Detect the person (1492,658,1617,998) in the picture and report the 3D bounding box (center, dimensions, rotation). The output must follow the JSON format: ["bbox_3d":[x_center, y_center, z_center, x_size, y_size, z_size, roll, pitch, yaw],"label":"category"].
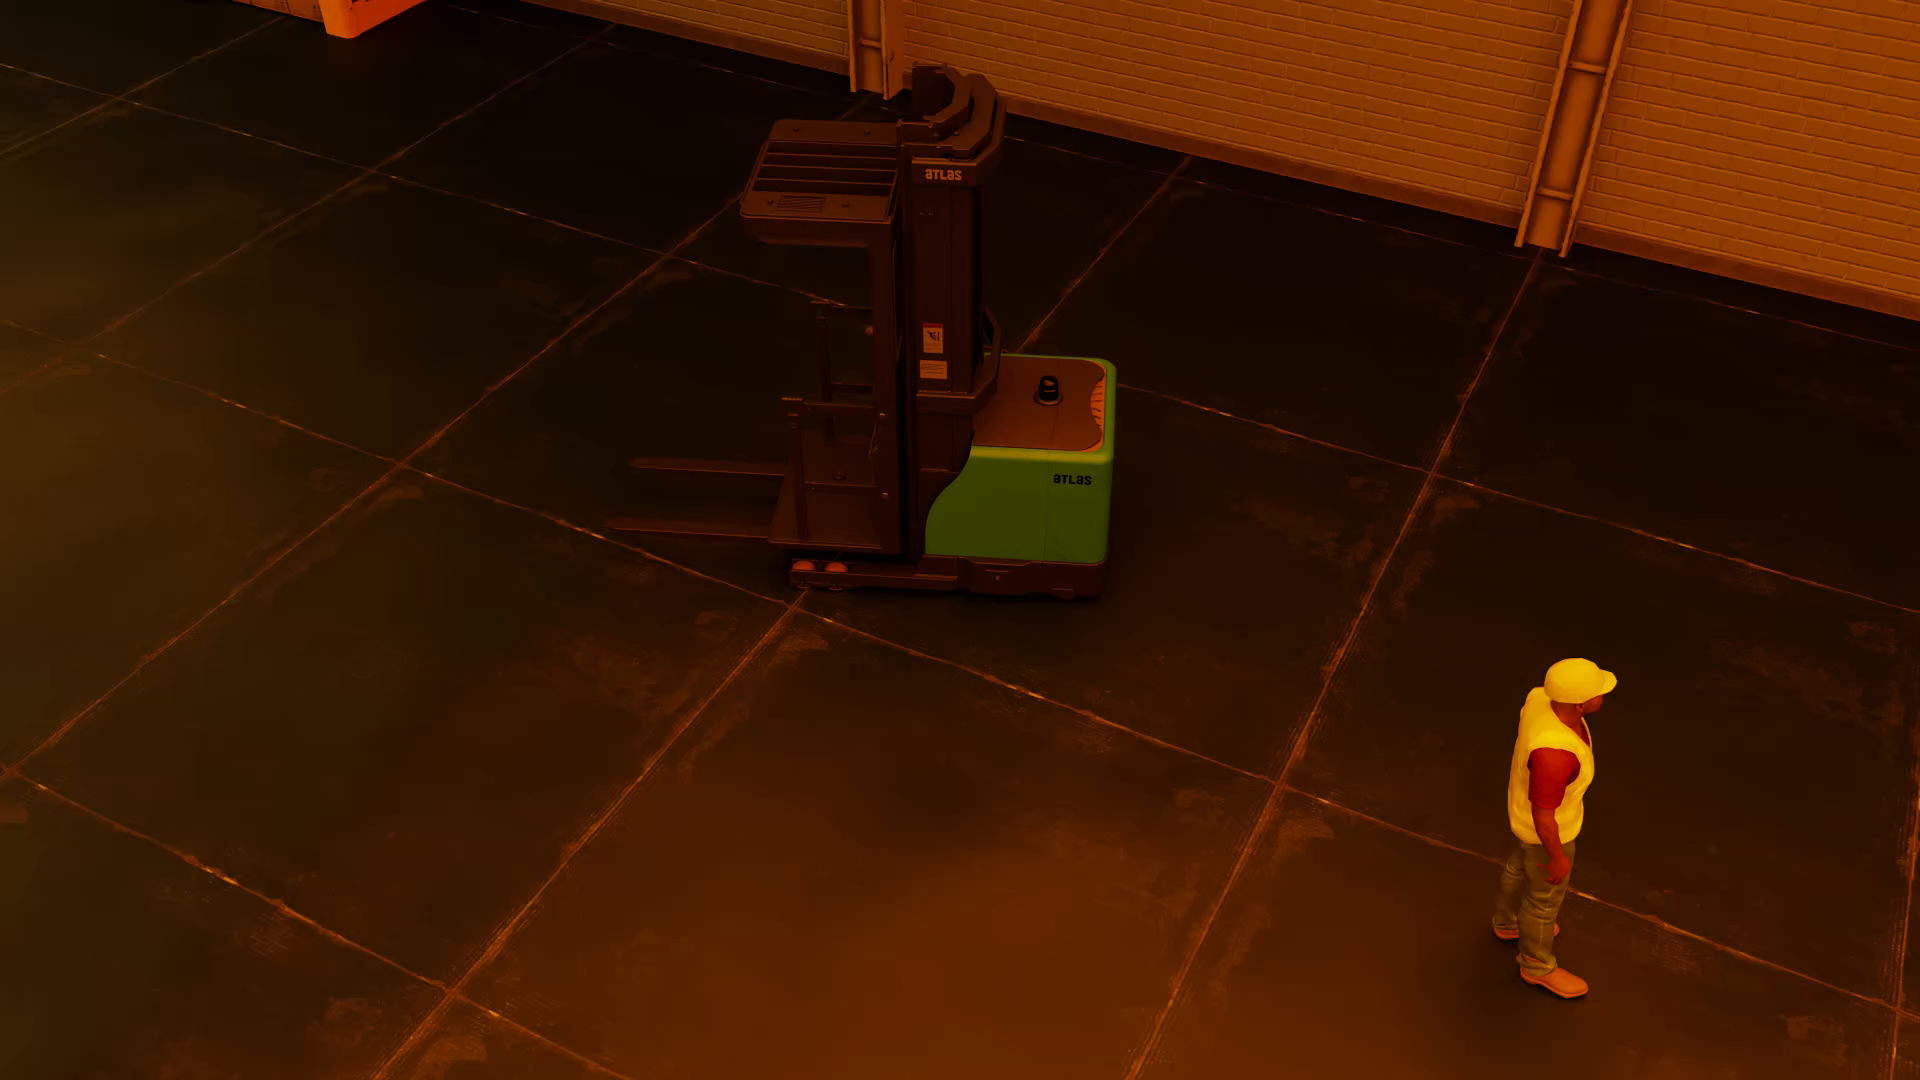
[{"bbox_3d":[2.691,1.231,7.418,0.574,1.769,0.665,8,41,9],"label":"person"}]

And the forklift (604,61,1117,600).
[{"bbox_3d":[-0.606,-1.157,9.360,3.031,2.935,1.130,3,40,4],"label":"forklift"}]
